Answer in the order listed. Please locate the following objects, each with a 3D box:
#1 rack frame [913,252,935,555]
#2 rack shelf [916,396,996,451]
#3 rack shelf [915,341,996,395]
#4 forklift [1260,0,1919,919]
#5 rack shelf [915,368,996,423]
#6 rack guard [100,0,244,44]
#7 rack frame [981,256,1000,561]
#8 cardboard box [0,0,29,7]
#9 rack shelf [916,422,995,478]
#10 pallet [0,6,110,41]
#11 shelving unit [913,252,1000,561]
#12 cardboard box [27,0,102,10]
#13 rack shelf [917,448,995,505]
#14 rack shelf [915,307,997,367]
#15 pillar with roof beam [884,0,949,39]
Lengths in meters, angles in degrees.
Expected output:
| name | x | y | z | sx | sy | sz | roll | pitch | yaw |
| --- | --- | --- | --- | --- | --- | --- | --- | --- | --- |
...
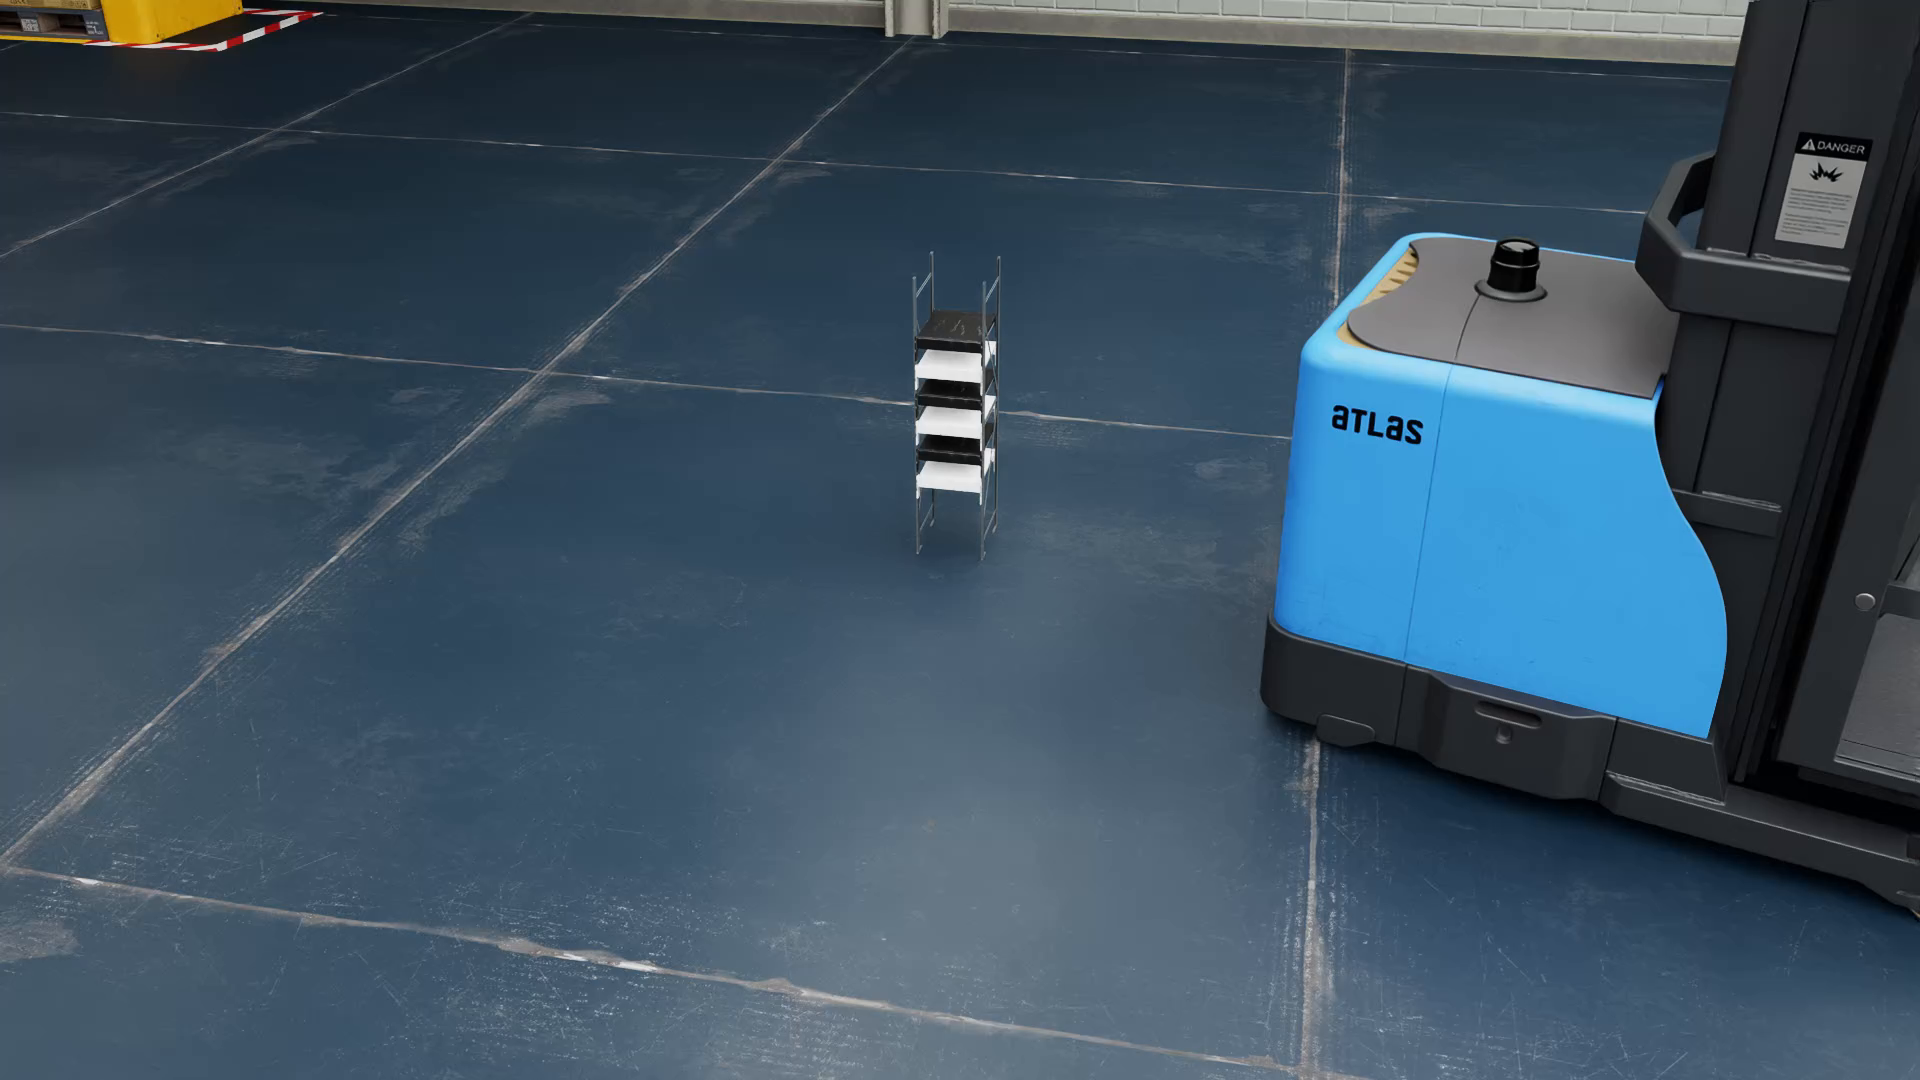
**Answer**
| name | x | y | z | sx | sy | sz | roll | pitch | yaw |
| --- | --- | --- | --- | --- | --- | --- | --- | --- | --- |
| rack frame | -0.107 | -0.406 | 5.054 | 0.006 | 0.900 | 0.240 | 6 | 29 | 11 |
| rack shelf | -0.008 | -0.366 | 5.051 | 0.200 | 0.077 | 0.258 | 6 | 29 | 11 |
| rack shelf | -0.008 | -0.524 | 4.965 | 0.200 | 0.077 | 0.258 | 6 | 29 | 11 |
| forklift | 2.334 | -0.677 | 3.434 | 3.031 | 2.935 | 1.130 | 14 | 32 | 24 |
| rack shelf | -0.008 | -0.445 | 5.008 | 0.200 | 0.077 | 0.258 | 6 | 29 | 11 |
| rack guard | -5.656 | -3.941 | 11.929 | 0.348 | 0.500 | 1.175 | 6 | 29 | 11 |
| rack frame | 0.091 | -0.385 | 5.017 | 0.006 | 0.900 | 0.240 | 6 | 29 | 11 |
| cardboard box | -6.689 | -3.971 | 11.807 | 0.500 | 0.250 | 0.500 | 6 | 29 | 11 |
| rack shelf | -0.008 | -0.287 | 5.095 | 0.200 | 0.077 | 0.258 | 6 | 29 | 11 |
| pallet | -6.436 | -3.874 | 12.107 | 1.213 | 0.211 | 1.003 | 6 | 29 | 11 |
| shelving unit | -0.008 | -0.396 | 5.035 | 0.210 | 0.900 | 0.258 | 6 | 29 | 11 |
| cardboard box | -6.205 | -3.917 | 11.707 | 0.500 | 0.250 | 0.500 | 6 | 29 | 11 |
| rack shelf | -0.008 | -0.208 | 5.138 | 0.200 | 0.077 | 0.258 | 6 | 29 | 11 |
| rack shelf | -0.008 | -0.603 | 4.922 | 0.200 | 0.077 | 0.258 | 6 | 29 | 11 |
| pillar with roof beam | -1.203 | -5.541 | 6.001 | 0.400 | 9.000 | 9.100 | 6 | 29 | 11 |
